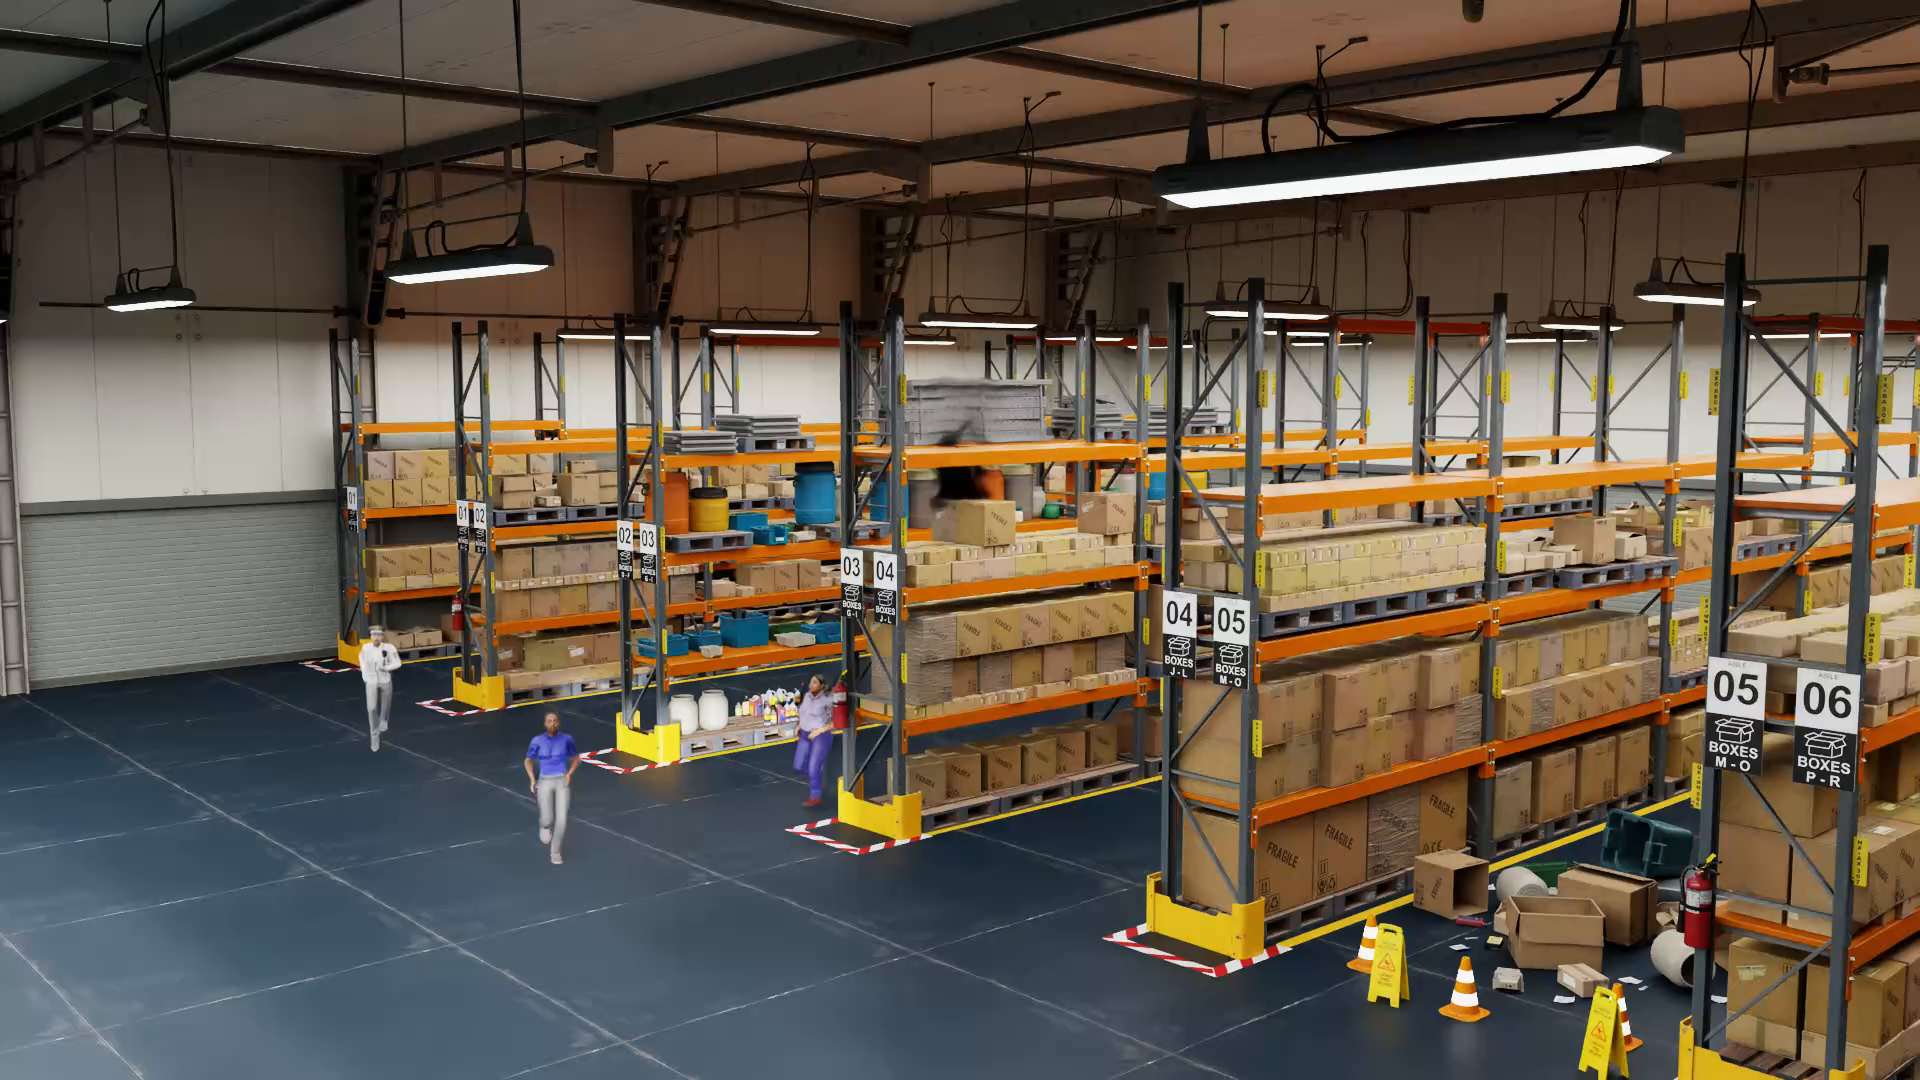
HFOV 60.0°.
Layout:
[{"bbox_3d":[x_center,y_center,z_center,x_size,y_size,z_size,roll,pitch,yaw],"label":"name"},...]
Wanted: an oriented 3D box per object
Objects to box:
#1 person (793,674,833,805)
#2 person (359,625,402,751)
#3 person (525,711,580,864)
[{"bbox_3d":[-1.706,2.404,20.079,0.603,1.612,0.544,4,7,34],"label":"person"},{"bbox_3d":[-8.143,2.037,23.389,0.563,1.750,0.980,-2,6,-19],"label":"person"},{"bbox_3d":[-4.346,2.622,17.779,0.576,1.618,0.564,-2,6,-19],"label":"person"}]
